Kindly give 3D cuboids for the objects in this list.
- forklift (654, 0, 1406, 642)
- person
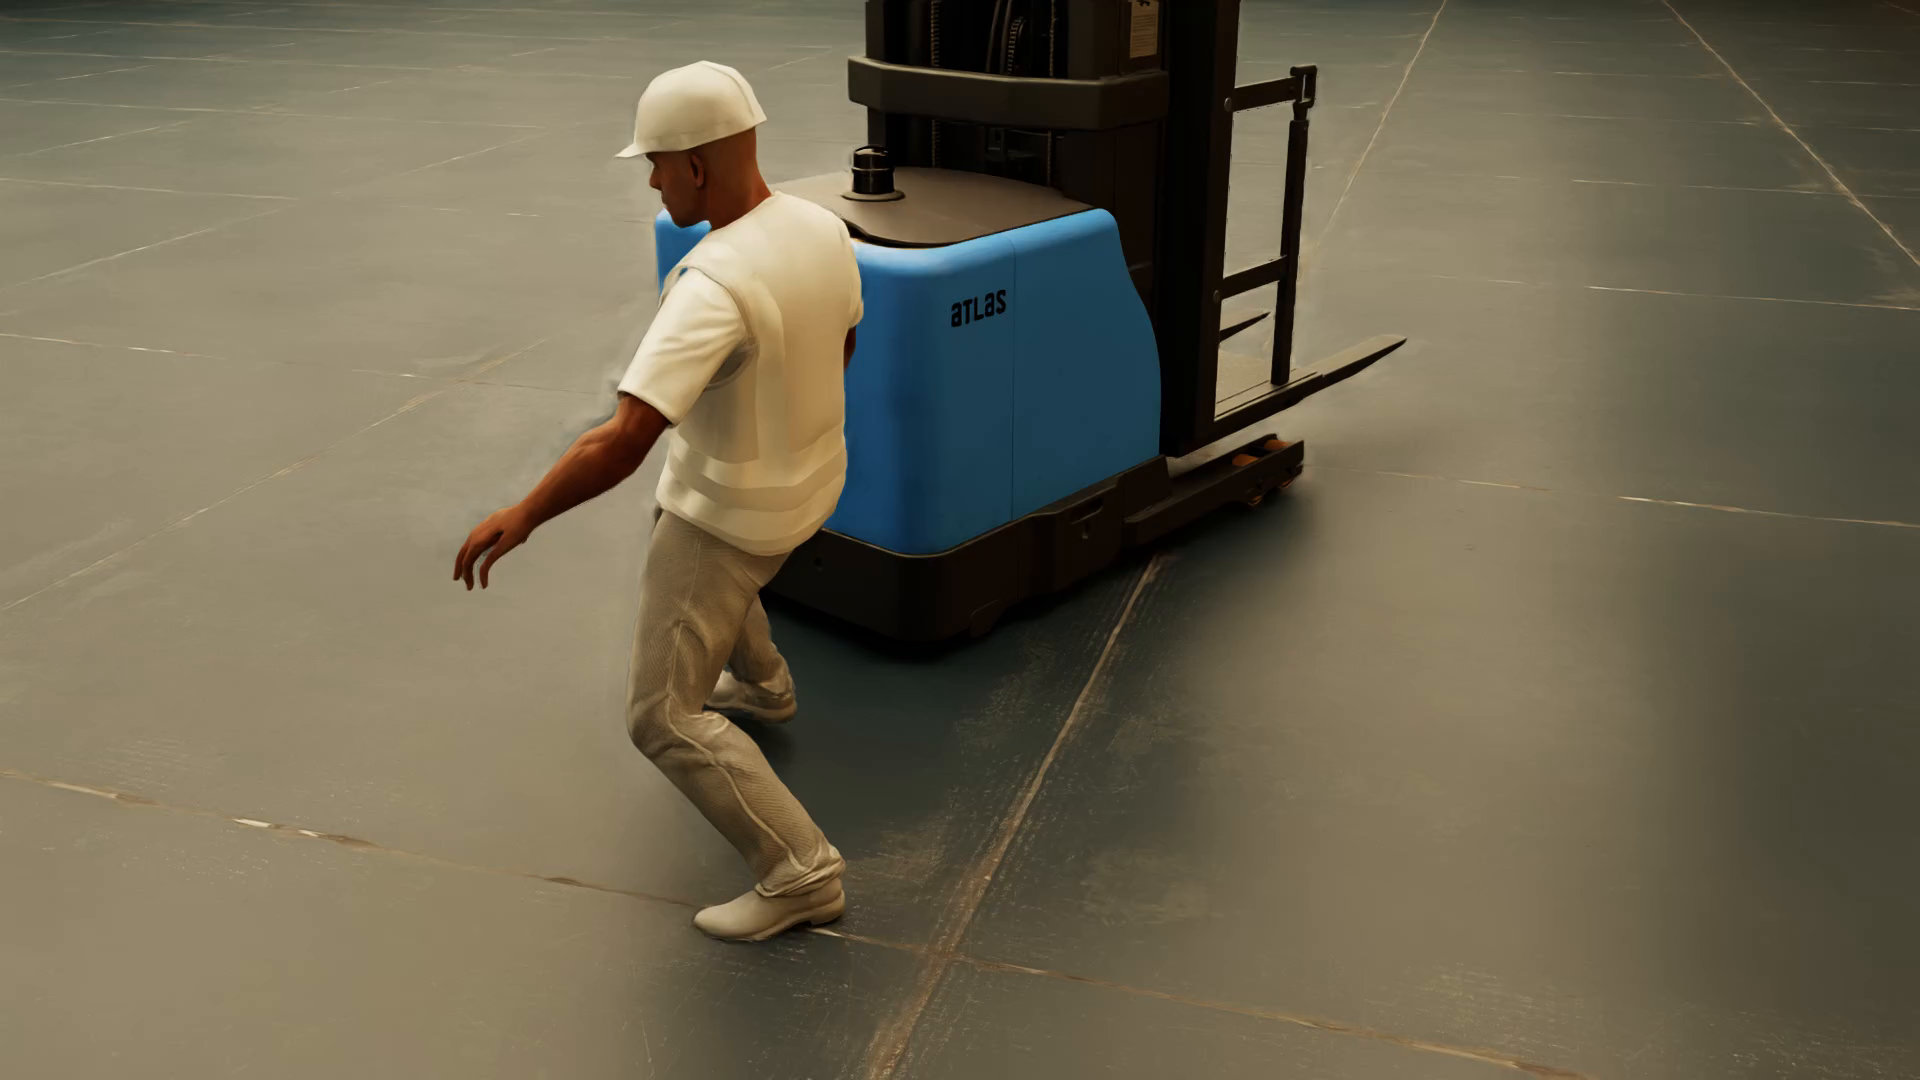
[{"bbox_3d":[0.492,-1.576,5.097,1.130,2.935,3.031,18,28,37],"label":"forklift"},{"bbox_3d":[-0.485,-0.111,3.309,0.720,1.628,1.020,9,24,20],"label":"person"}]
